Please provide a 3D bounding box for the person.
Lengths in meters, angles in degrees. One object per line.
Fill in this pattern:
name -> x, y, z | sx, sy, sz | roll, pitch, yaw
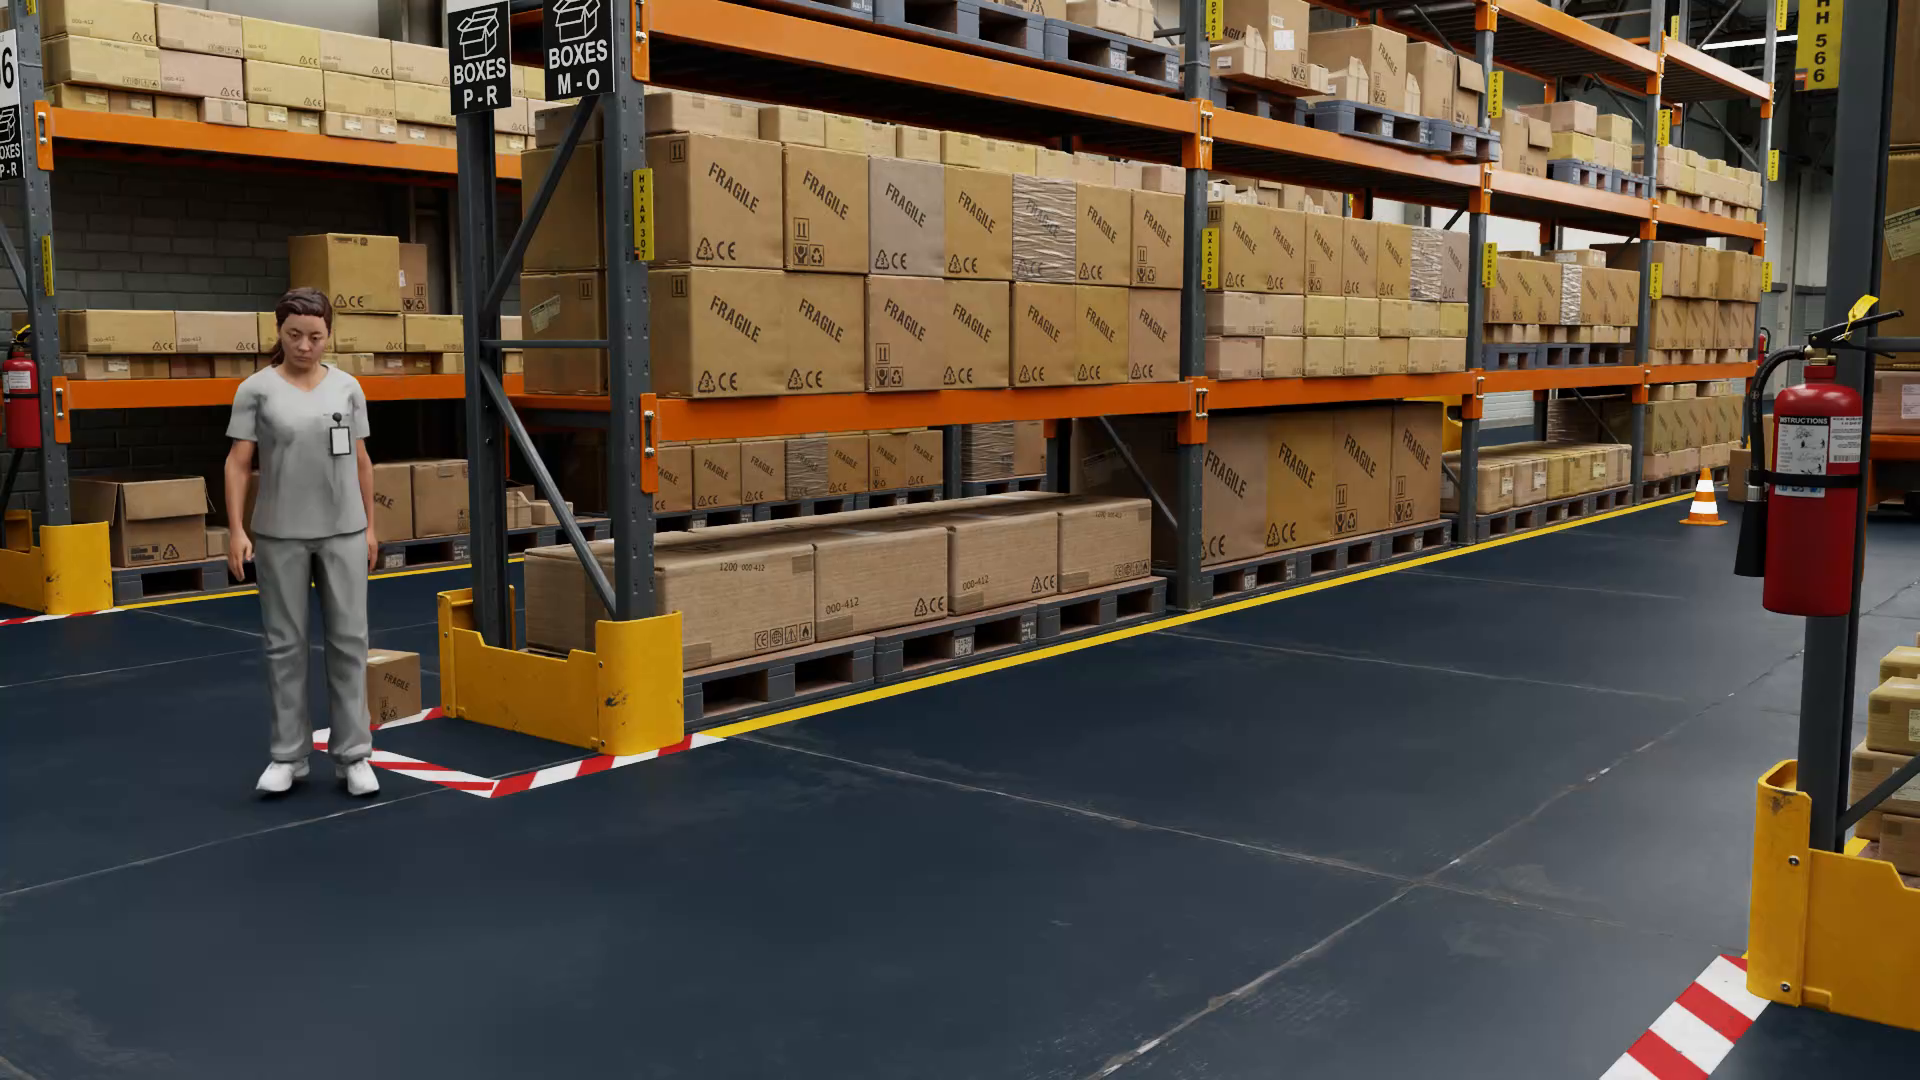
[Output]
person -> -2.192, 0.005, 5.568 | 0.490, 1.691, 0.413 | -4, 8, -28
